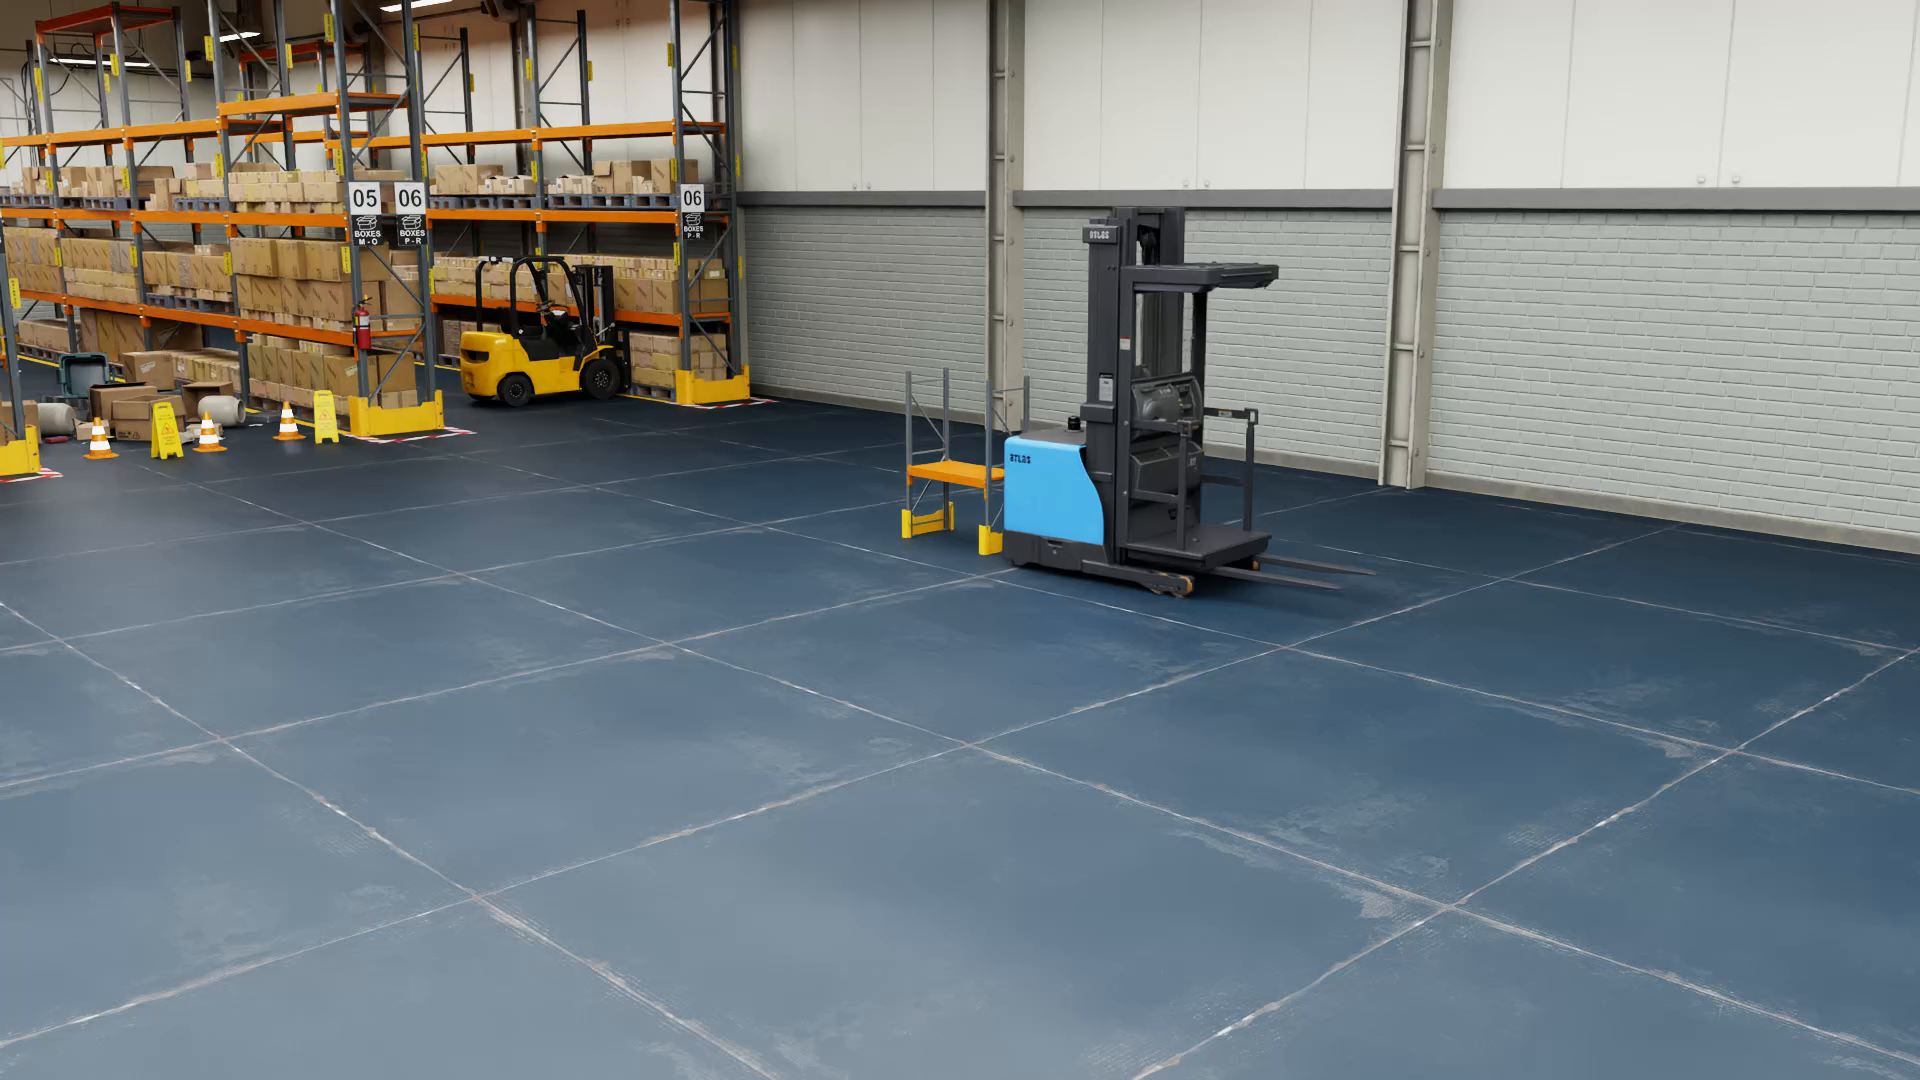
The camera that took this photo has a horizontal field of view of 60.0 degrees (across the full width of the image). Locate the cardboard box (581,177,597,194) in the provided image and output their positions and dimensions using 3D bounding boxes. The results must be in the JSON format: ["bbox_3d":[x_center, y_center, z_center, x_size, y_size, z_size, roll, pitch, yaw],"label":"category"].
[{"bbox_3d":[-5.698,-5.562,26.085,0.258,0.266,0.396,11,16,44],"label":"cardboard box"}]

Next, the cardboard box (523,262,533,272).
[{"bbox_3d":[-7.091,-4.584,27.871,0.380,0.149,0.250,-11,16,-43],"label":"cardboard box"}]

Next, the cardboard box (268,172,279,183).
[{"bbox_3d":[-9.170,-4.933,22.637,0.380,0.149,0.250,-11,16,-43],"label":"cardboard box"}]

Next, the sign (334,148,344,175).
[{"bbox_3d":[-7.744,-4.715,20.737,0.100,0.325,0.005,-11,16,-43],"label":"sign"}]

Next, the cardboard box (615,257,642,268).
[{"bbox_3d":[-5.095,-4.287,25.692,0.380,0.149,0.250,-10,16,-41],"label":"cardboard box"}]

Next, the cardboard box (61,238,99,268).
[{"bbox_3d":[-15.519,-5.073,29.374,0.500,0.500,0.500,-11,16,-42],"label":"cardboard box"}]

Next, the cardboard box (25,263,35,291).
[{"bbox_3d":[-17.188,-4.943,31.224,0.500,0.500,0.500,-10,15,-41],"label":"cardboard box"}]

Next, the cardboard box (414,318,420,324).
[{"bbox_3d":[-10.001,-4.118,31.013,0.250,0.149,0.380,11,16,42],"label":"cardboard box"}]

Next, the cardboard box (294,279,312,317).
[{"bbox_3d":[-8.588,-3.270,22.363,0.500,0.500,0.500,-11,16,-43],"label":"cardboard box"}]

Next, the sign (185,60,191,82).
[{"bbox_3d":[-12.467,-7.566,26.824,0.100,0.325,0.005,-11,16,-43],"label":"sign"}]

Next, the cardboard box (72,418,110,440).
[{"bbox_3d":[-11.082,-1.433,21.208,0.396,0.266,0.258,-8,14,-33],"label":"cardboard box"}]

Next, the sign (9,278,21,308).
[{"bbox_3d":[-10.433,-2.722,18.346,0.100,0.325,0.005,-11,16,-43],"label":"sign"}]

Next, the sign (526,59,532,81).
[{"bbox_3d":[-6.887,-7.520,26.601,0.100,0.325,0.005,-11,16,-43],"label":"sign"}]

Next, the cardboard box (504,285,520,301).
[{"bbox_3d":[-7.392,-4.199,28.231,0.500,0.250,0.500,-11,16,-43],"label":"cardboard box"}]

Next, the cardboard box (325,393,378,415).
[{"bbox_3d":[-8.098,-1.830,22.133,0.500,0.250,0.500,-11,16,-43],"label":"cardboard box"}]

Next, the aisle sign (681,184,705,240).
[{"bbox_3d":[-3.908,-4.802,24.343,0.394,0.787,0.004,-11,16,-43],"label":"aisle sign"}]

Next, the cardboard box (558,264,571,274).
[{"bbox_3d":[-6.293,-4.409,27.022,0.380,0.149,0.250,-10,16,-41],"label":"cardboard box"}]

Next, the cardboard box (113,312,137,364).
[{"bbox_3d":[-13.883,-3.463,28.509,0.875,0.875,0.875,-11,16,-42],"label":"cardboard box"}]

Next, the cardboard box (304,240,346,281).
[{"bbox_3d":[-8.183,-3.690,21.927,0.700,0.500,0.500,-11,16,-42],"label":"cardboard box"}]

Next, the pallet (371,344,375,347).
[{"bbox_3d":[-11.439,-3.851,33.081,1.003,0.211,1.213,-11,16,-43],"label":"pallet"}]

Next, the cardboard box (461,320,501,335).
[{"bbox_3d":[-8.388,-3.602,29.806,0.875,0.625,0.625,-10,15,-41],"label":"cardboard box"}]

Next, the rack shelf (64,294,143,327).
[{"bbox_3d":[-14.234,-3.994,28.647,1.077,0.370,4.000,-11,16,-43],"label":"rack shelf"}]

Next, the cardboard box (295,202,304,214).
[{"bbox_3d":[-8.641,-4.437,22.202,0.250,0.149,0.380,11,16,44],"label":"cardboard box"}]

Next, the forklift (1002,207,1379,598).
[{"bbox_3d":[1.806,-1.112,13.046,3.031,2.935,1.130,10,15,39],"label":"forklift"}]

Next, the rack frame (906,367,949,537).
[{"bbox_3d":[-0.292,-0.796,15.060,0.500,1.500,0.032,-11,16,-43],"label":"rack frame"}]

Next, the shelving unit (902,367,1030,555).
[{"bbox_3d":[0.053,-0.723,14.706,0.587,1.500,1.083,-11,16,-43],"label":"shelving unit"}]

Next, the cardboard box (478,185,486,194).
[{"bbox_3d":[-8.015,-5.994,28.474,0.380,0.149,0.250,-11,16,-43],"label":"cardboard box"}]

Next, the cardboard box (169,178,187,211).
[{"bbox_3d":[-11.779,-5.356,25.783,0.797,0.503,0.637,-11,16,-43],"label":"cardboard box"}]

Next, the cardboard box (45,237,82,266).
[{"bbox_3d":[-16.141,-5.207,30.027,0.500,0.500,0.500,-11,16,-43],"label":"cardboard box"}]

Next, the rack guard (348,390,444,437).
[{"bbox_3d":[-7.381,-1.674,21.796,1.175,0.500,0.348,-11,16,-43],"label":"rack guard"}]

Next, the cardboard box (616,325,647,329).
[{"bbox_3d":[-5.323,-3.319,26.884,0.500,0.250,0.500,-11,16,-42],"label":"cardboard box"}]

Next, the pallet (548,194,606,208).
[{"bbox_3d":[-5.895,-5.468,26.803,1.003,0.211,1.213,-11,16,-43],"label":"pallet"}]

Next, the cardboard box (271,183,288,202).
[{"bbox_3d":[-8.935,-4.687,22.430,0.500,0.250,0.500,-11,16,-42],"label":"cardboard box"}]

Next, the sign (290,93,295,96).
[{"bbox_3d":[-14.375,-9.462,35.830,0.100,0.325,0.005,-11,16,-43],"label":"sign"}]

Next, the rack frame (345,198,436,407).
[{"bbox_3d":[-7.328,-2.887,21.490,1.000,3.000,0.127,-11,16,-43],"label":"rack frame"}]

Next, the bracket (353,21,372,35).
[{"bbox_3d":[-11.827,-10.149,32.951,0.235,0.232,0.430,-11,16,-43],"label":"bracket"}]

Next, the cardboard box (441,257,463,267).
[{"bbox_3d":[-9.073,-4.987,29.828,0.380,0.149,0.250,-10,16,-41],"label":"cardboard box"}]

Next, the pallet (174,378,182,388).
[{"bbox_3d":[-12.314,-2.574,26.884,1.003,0.211,1.213,-11,16,-43],"label":"pallet"}]

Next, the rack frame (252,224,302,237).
[{"bbox_3d":[-14.790,-5.914,36.184,1.000,3.000,0.127,-11,16,-43],"label":"rack frame"}]

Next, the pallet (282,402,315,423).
[{"bbox_3d":[-8.755,-1.834,23.289,1.003,0.211,1.213,-11,16,-43],"label":"pallet"}]

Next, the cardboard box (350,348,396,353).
[{"bbox_3d":[-8.066,-2.348,22.792,0.500,0.500,0.500,11,16,43],"label":"cardboard box"}]

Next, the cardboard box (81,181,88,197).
[{"bbox_3d":[-14.607,-5.932,28.128,0.396,0.266,0.258,-9,15,-38],"label":"cardboard box"}]

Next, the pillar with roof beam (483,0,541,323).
[{"bbox_3d":[-10.827,-7.020,26.686,9.100,9.000,0.548,-11,16,-43],"label":"pillar with roof beam"}]

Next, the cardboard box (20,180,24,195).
[{"bbox_3d":[-17.380,-6.677,31.384,0.500,0.311,0.500,-11,16,-42],"label":"cardboard box"}]

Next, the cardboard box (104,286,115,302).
[{"bbox_3d":[-14.090,-4.167,28.074,0.500,0.250,0.500,-11,16,-43],"label":"cardboard box"}]

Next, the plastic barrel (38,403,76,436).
[{"bbox_3d":[-11.708,-1.553,21.398,0.512,0.421,0.421,-1,12,-4],"label":"plastic barrel"}]

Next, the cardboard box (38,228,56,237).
[{"bbox_3d":[-16.714,-5.653,30.581,0.380,0.149,0.250,-11,16,-43],"label":"cardboard box"}]

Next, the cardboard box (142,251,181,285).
[{"bbox_3d":[-12.710,-4.357,26.599,0.500,0.500,0.500,11,16,44],"label":"cardboard box"}]

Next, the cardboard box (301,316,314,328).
[{"bbox_3d":[-8.675,-2.966,22.494,0.380,0.149,0.250,-11,16,-43],"label":"cardboard box"}]

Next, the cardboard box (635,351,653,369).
[{"bbox_3d":[-4.642,-2.785,25.531,0.500,0.250,0.500,-11,16,-43],"label":"cardboard box"}]

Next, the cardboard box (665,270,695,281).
[{"bbox_3d":[-4.183,-3.957,24.831,0.380,0.149,0.250,-11,16,-42],"label":"cardboard box"}]

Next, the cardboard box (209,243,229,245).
[{"bbox_3d":[-11.519,-4.573,26.041,0.250,0.149,0.380,11,16,42],"label":"cardboard box"}]

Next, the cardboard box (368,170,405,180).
[{"bbox_3d":[-7.426,-4.704,21.522,0.380,0.149,0.250,-11,16,-43],"label":"cardboard box"}]

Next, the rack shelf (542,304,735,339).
[{"bbox_3d":[-5.122,-3.519,26.340,1.077,0.370,4.000,-11,16,-43],"label":"rack shelf"}]

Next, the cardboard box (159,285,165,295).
[{"bbox_3d":[-12.436,-3.971,26.336,0.250,0.149,0.380,10,16,41],"label":"cardboard box"}]
